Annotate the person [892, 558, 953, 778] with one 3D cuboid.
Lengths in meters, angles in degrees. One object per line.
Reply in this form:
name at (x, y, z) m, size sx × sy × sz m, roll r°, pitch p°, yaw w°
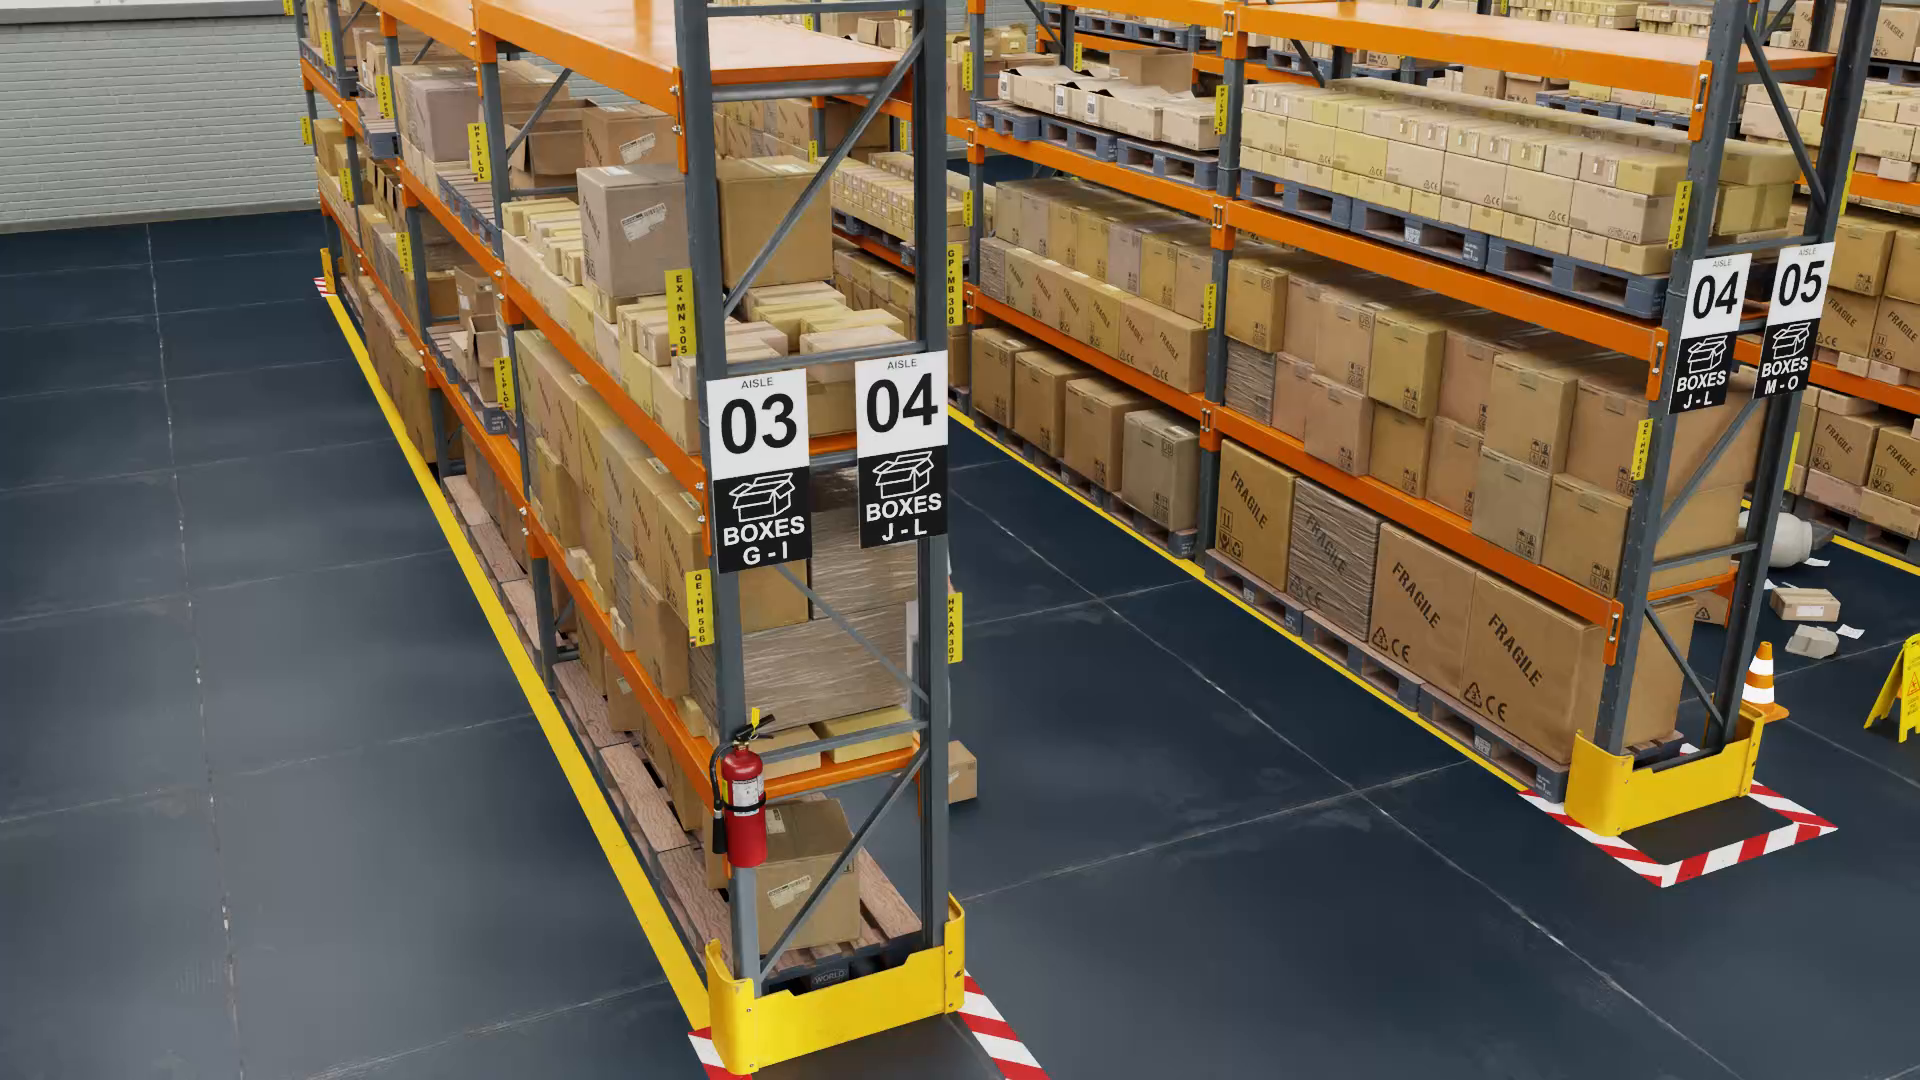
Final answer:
person at (-0.260, 0.559, 9.707) m, size 0.469 × 1.643 × 0.540 m, roll -3°, pitch 22°, yaw -6°
